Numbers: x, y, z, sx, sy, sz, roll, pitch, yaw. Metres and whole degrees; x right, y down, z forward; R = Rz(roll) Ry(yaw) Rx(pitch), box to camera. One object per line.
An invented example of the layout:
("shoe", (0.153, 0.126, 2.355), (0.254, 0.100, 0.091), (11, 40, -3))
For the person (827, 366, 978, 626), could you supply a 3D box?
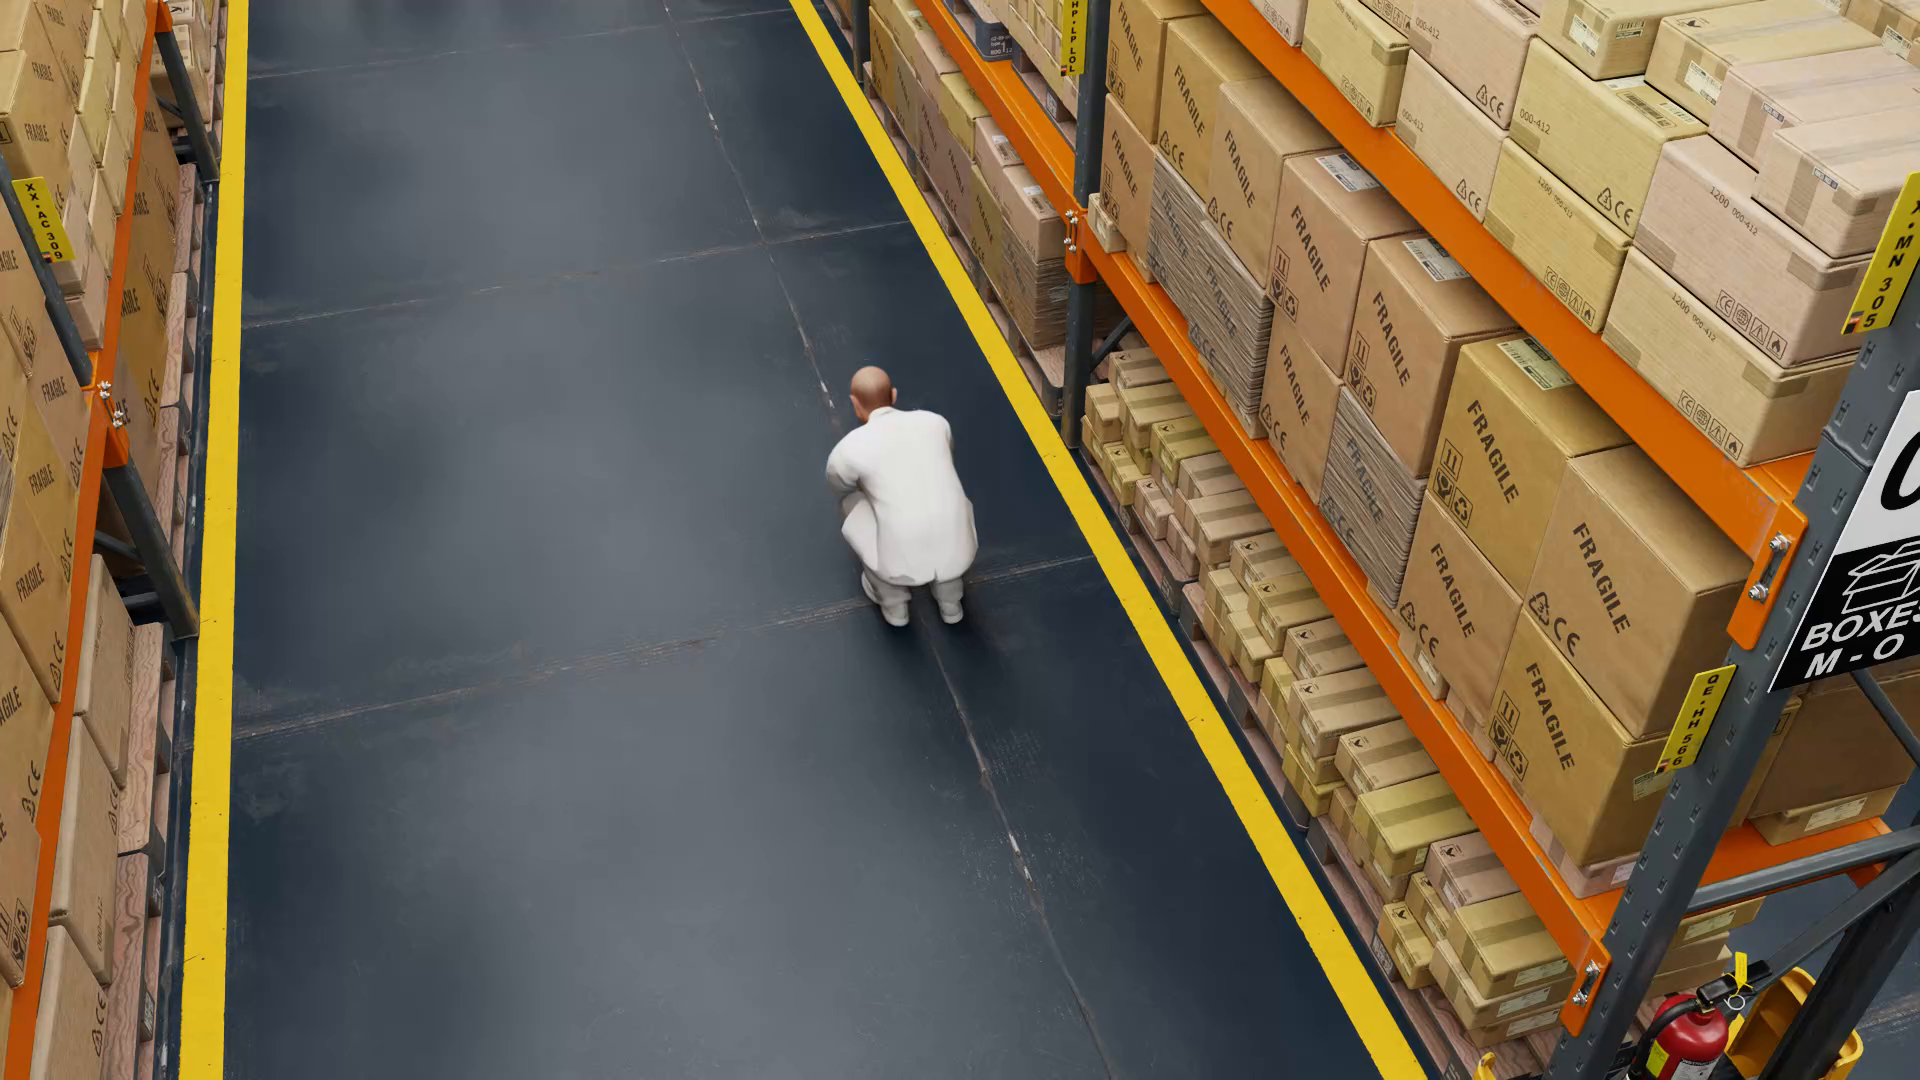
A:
("person", (-0.248, -0.192, 6.978), (0.599, 0.998, 0.897), (-12, 43, -13))
